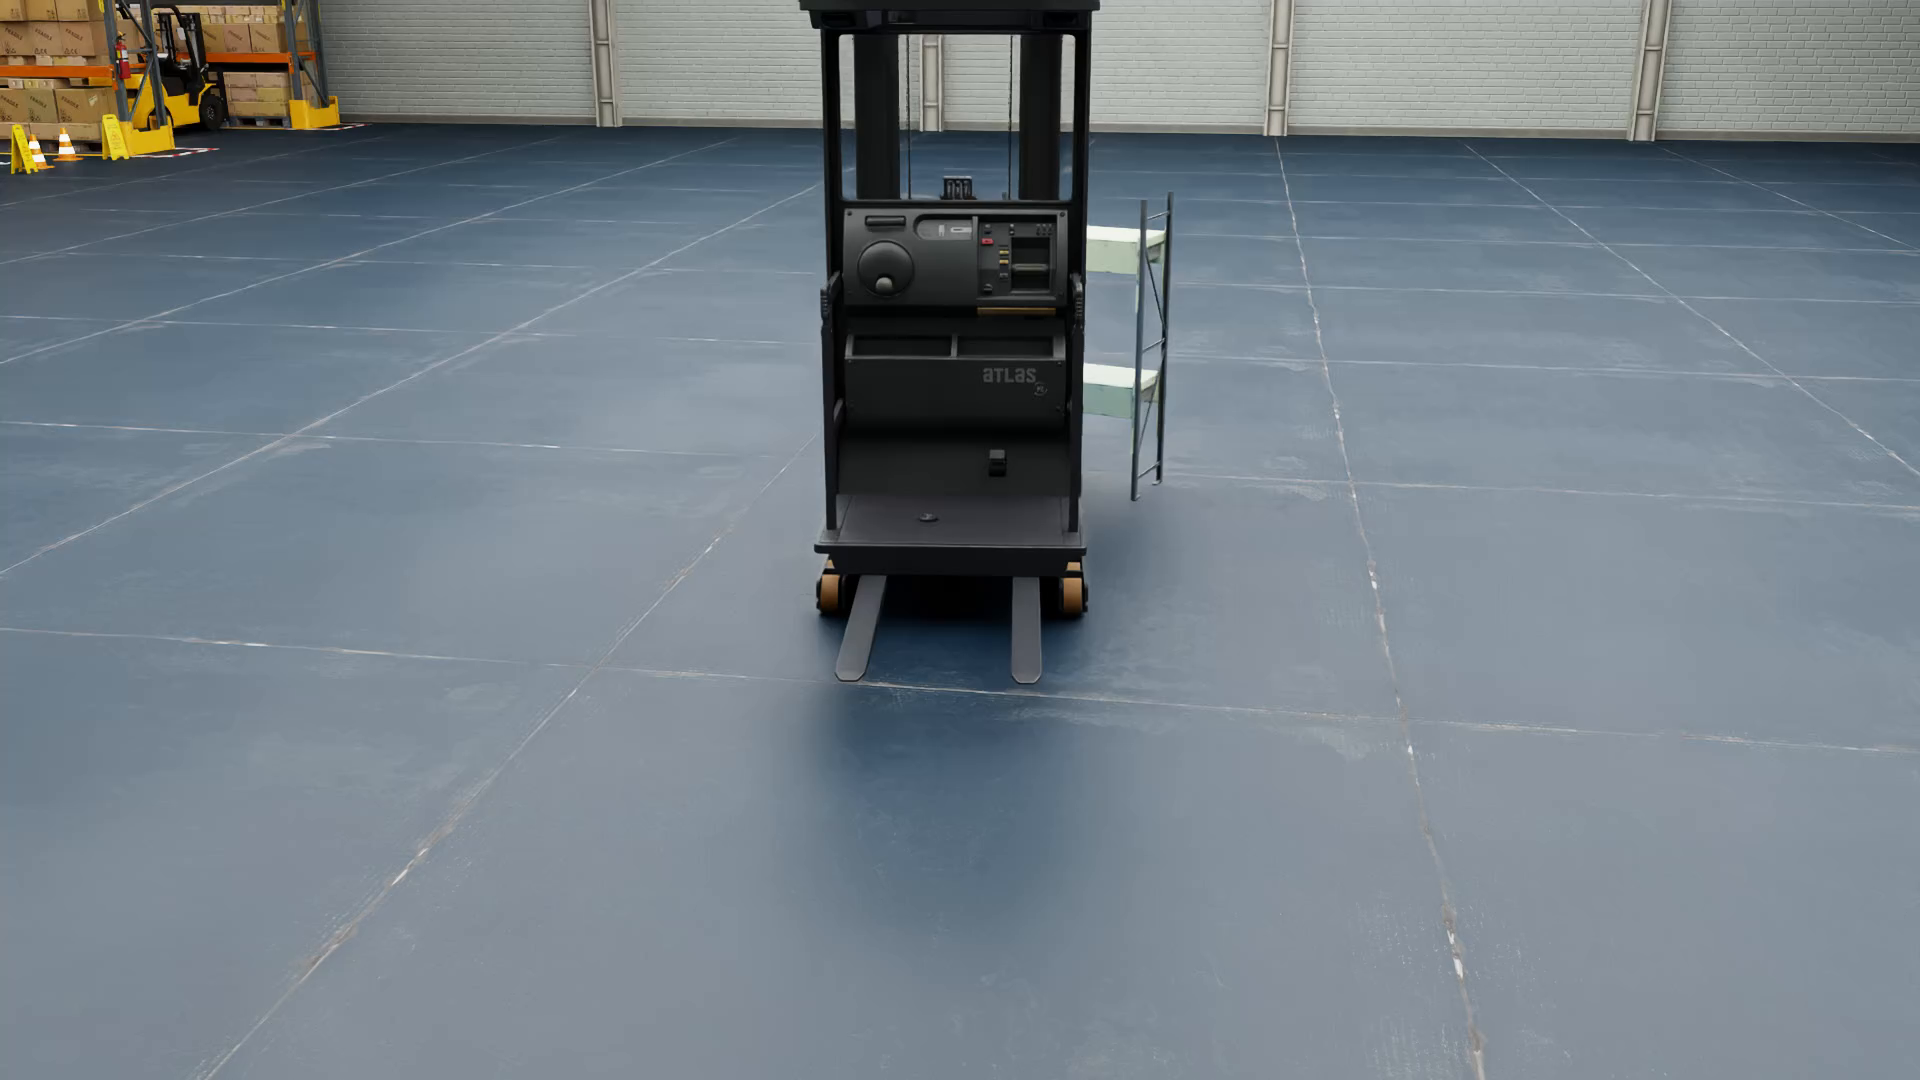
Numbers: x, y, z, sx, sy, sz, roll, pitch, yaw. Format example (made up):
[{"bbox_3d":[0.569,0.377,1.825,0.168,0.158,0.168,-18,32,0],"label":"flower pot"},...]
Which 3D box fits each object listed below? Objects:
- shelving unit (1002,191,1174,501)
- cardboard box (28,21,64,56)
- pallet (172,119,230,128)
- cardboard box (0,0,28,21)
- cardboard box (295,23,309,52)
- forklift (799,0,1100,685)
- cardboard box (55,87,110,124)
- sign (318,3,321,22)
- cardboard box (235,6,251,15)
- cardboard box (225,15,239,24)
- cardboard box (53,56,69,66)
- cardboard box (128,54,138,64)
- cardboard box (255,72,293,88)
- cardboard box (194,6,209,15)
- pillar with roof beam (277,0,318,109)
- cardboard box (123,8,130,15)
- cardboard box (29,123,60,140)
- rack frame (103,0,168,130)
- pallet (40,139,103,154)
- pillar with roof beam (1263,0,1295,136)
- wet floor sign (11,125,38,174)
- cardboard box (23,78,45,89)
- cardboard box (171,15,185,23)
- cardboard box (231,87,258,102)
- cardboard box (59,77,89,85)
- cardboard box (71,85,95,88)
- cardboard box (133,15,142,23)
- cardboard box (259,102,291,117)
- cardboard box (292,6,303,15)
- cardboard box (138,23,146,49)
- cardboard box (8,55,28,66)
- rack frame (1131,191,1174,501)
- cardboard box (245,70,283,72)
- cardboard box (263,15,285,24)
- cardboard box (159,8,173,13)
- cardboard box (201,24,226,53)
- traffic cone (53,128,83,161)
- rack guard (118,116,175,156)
[{"bbox_3d":[0.636,-1.018,8.483,0.755,1.500,0.431,9,21,25],"label":"shelving unit"},{"bbox_3d":[-13.654,-7.593,25.143,0.500,0.500,0.500,3,19,9],"label":"cardboard box"},{"bbox_3d":[-13.760,-7.757,30.654,1.213,0.211,1.003,3,19,9],"label":"pallet"},{"bbox_3d":[-14.138,-8.078,25.017,0.500,0.500,0.700,3,19,8],"label":"cardboard box"},{"bbox_3d":[-12.242,-9.151,30.269,0.500,0.500,0.500,4,19,10],"label":"cardboard box"},{"bbox_3d":[-0.024,-1.176,6.700,1.130,2.935,3.031,1,19,2],"label":"forklift"},{"bbox_3d":[-13.413,-6.646,25.429,0.500,0.500,0.500,3,19,9],"label":"cardboard box"},{"bbox_3d":[-11.703,-9.614,30.319,0.005,0.325,0.100,3,19,9],"label":"sign"},{"bbox_3d":[-12.695,-9.448,29.663,0.250,0.149,0.380,3,19,10],"label":"cardboard box"},{"bbox_3d":[-12.930,-9.329,29.776,0.250,0.149,0.380,3,19,8],"label":"cardboard box"},{"bbox_3d":[-13.501,-7.267,25.191,0.250,0.149,0.380,3,19,8],"label":"cardboard box"},{"bbox_3d":[-12.883,-7.400,25.587,0.250,0.149,0.380,3,19,9],"label":"cardboard box"},{"bbox_3d":[-12.301,-8.287,29.939,0.500,0.250,0.500,4,19,10],"label":"cardboard box"},{"bbox_3d":[-13.460,-9.473,29.739,0.250,0.149,0.380,3,19,10],"label":"cardboard box"},{"bbox_3d":[-13.024,-10.806,25.916,0.400,9.000,9.100,3,19,9],"label":"pillar with roof beam"},{"bbox_3d":[-14.953,-9.586,30.076,0.250,0.149,0.380,3,19,8],"label":"cardboard box"},{"bbox_3d":[-13.932,-6.317,25.627,0.500,0.250,0.500,3,19,9],"label":"cardboard box"},{"bbox_3d":[-12.581,-7.437,25.302,0.127,3.000,1.000,3,19,9],"label":"rack frame"},{"bbox_3d":[-13.452,-6.170,25.911,1.213,0.211,1.003,3,19,9],"label":"pallet"},{"bbox_3d":[4.748,-9.900,23.209,0.400,9.000,9.100,3,19,9],"label":"pillar with roof beam"},{"bbox_3d":[-12.923,-5.383,22.875,0.232,0.644,0.267,0,19,-1],"label":"wet floor sign"},{"bbox_3d":[-14.034,-6.965,25.360,0.250,0.149,0.380,3,19,10],"label":"cardboard box"},{"bbox_3d":[-13.950,-9.366,29.888,0.250,0.149,0.380,3,19,8],"label":"cardboard box"},{"bbox_3d":[-12.821,-8.080,30.107,0.500,0.250,0.500,3,19,8],"label":"cardboard box"},{"bbox_3d":[-16.263,-8.289,30.930,0.625,0.625,0.875,4,19,11],"label":"cardboard box"},{"bbox_3d":[-13.874,-6.841,26.011,0.500,0.500,0.500,2,19,7],"label":"cardboard box"},{"bbox_3d":[-14.724,-9.397,29.982,0.250,0.149,0.380,3,19,10],"label":"cardboard box"},{"bbox_3d":[-12.311,-7.812,30.095,0.500,0.250,0.500,3,19,9],"label":"cardboard box"},{"bbox_3d":[-12.095,-9.572,30.035,0.250,0.149,0.380,3,19,8],"label":"cardboard box"},{"bbox_3d":[-14.833,-9.116,30.162,0.500,0.500,0.500,3,19,10],"label":"cardboard box"},{"bbox_3d":[-14.258,-7.312,25.325,0.250,0.149,0.380,3,19,8],"label":"cardboard box"},{"bbox_3d":[0.962,-0.966,8.326,0.023,1.500,0.400,9,21,25],"label":"rack frame"},{"bbox_3d":[-12.735,-8.469,30.483,0.500,0.250,0.500,3,19,9],"label":"cardboard box"},{"bbox_3d":[-12.184,-9.277,29.621,0.250,0.149,0.380,3,19,9],"label":"cardboard box"},{"bbox_3d":[-14.194,-9.541,29.941,0.250,0.149,0.380,3,19,8],"label":"cardboard box"},{"bbox_3d":[-13.341,-9.037,29.926,0.500,0.500,0.500,3,19,8],"label":"cardboard box"},{"bbox_3d":[-13.210,-5.851,24.562,0.334,0.463,0.336,3,19,9],"label":"traffic cone"},{"bbox_3d":[-12.656,-6.255,25.710,0.348,0.500,1.175,3,19,9],"label":"rack guard"}]
